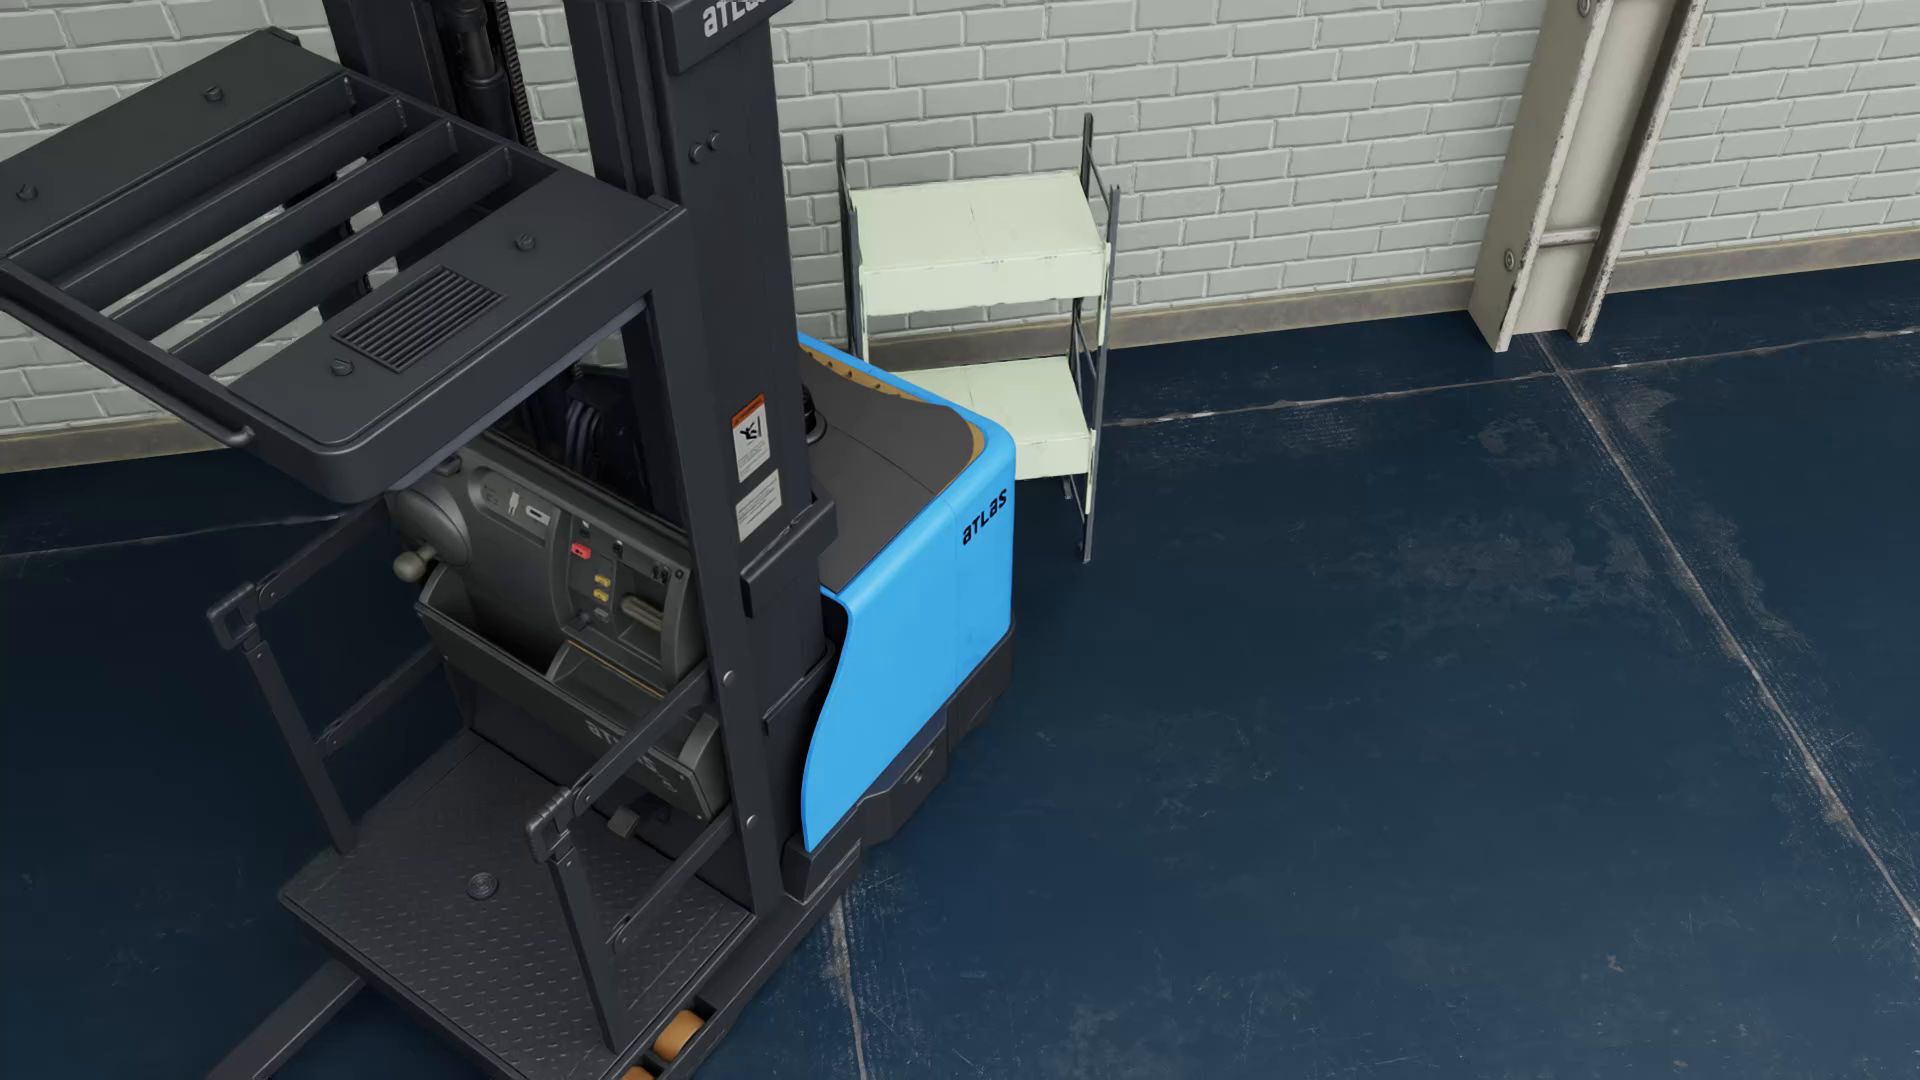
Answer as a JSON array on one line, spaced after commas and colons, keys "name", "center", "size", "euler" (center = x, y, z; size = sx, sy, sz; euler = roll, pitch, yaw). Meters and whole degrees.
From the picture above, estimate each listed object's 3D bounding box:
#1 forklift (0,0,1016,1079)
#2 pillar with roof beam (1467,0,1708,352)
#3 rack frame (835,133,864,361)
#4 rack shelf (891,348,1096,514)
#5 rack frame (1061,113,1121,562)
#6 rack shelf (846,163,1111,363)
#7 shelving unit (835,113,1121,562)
[{"name": "forklift", "center": [-1.085, 0.104, 3.615], "size": [1.130, 2.935, 3.031], "euler": [27, 52, 23]}, {"name": "pillar with roof beam", "center": [2.976, -0.930, 0.397], "size": [0.400, 9.000, 9.100], "euler": [-7, 46, -7]}, {"name": "rack frame", "center": [-0.320, -0.510, 5.200], "size": [0.023, 1.500, 0.400], "euler": [-6, 46, -6]}, {"name": "rack shelf", "center": [0.042, -0.323, 5.473], "size": [0.720, 0.370, 0.431], "euler": [-6, 46, -6]}, {"name": "rack frame", "center": [0.404, -0.588, 5.275], "size": [0.023, 1.500, 0.400], "euler": [-6, 46, -6]}, {"name": "rack shelf", "center": [0.042, -0.820, 4.957], "size": [0.720, 0.370, 0.431], "euler": [-6, 46, -6]}, {"name": "shelving unit", "center": [0.042, -0.549, 5.238], "size": [0.755, 1.500, 0.431], "euler": [-6, 46, -6]}]
